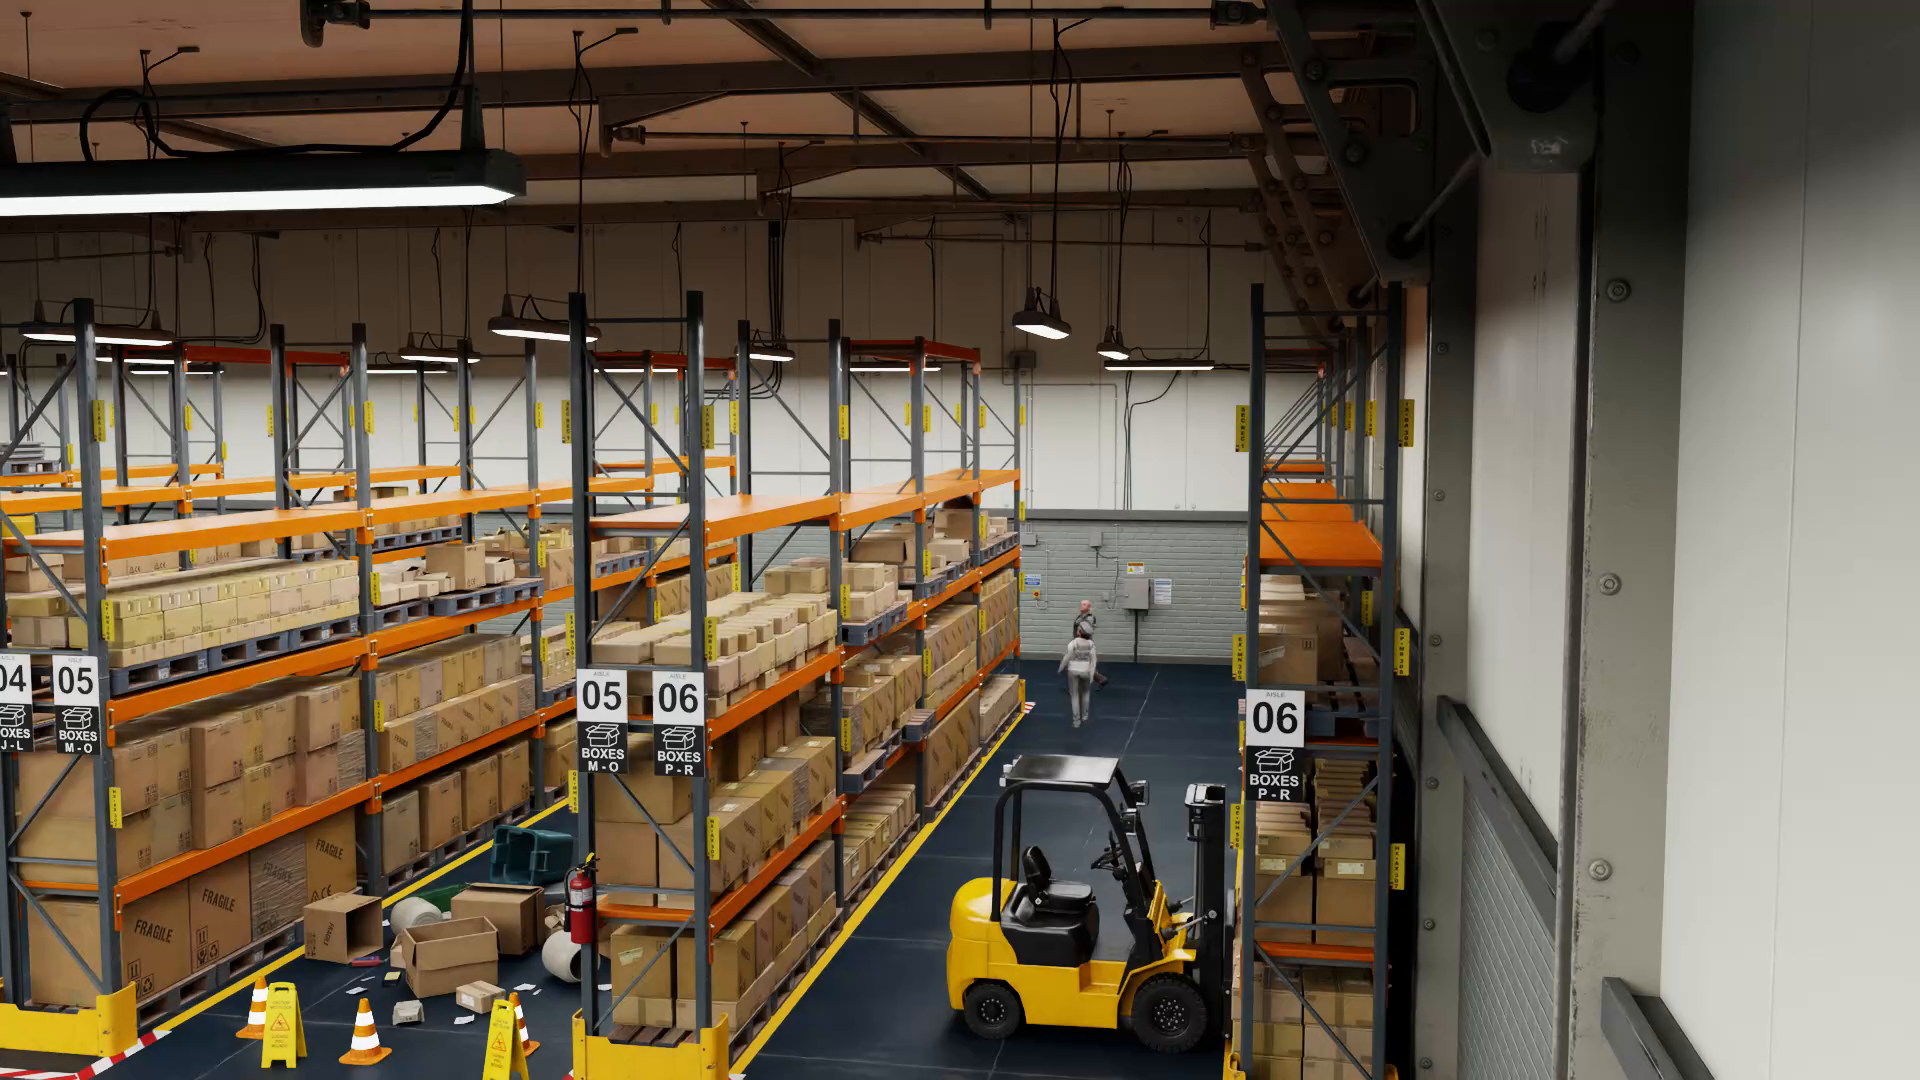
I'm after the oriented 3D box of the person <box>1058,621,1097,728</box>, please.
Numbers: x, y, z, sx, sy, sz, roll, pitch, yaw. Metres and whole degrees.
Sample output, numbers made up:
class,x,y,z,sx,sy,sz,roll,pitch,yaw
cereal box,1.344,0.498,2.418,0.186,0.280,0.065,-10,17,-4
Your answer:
class,x,y,z,sx,sy,sz,roll,pitch,yaw
person,1.832,2.092,25.950,0.610,1.698,0.760,0,5,4

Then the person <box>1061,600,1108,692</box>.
class,x,y,z,sx,sy,sz,roll,pitch,yaw
person,2.242,1.914,29.860,0.845,1.677,0.563,0,5,3
